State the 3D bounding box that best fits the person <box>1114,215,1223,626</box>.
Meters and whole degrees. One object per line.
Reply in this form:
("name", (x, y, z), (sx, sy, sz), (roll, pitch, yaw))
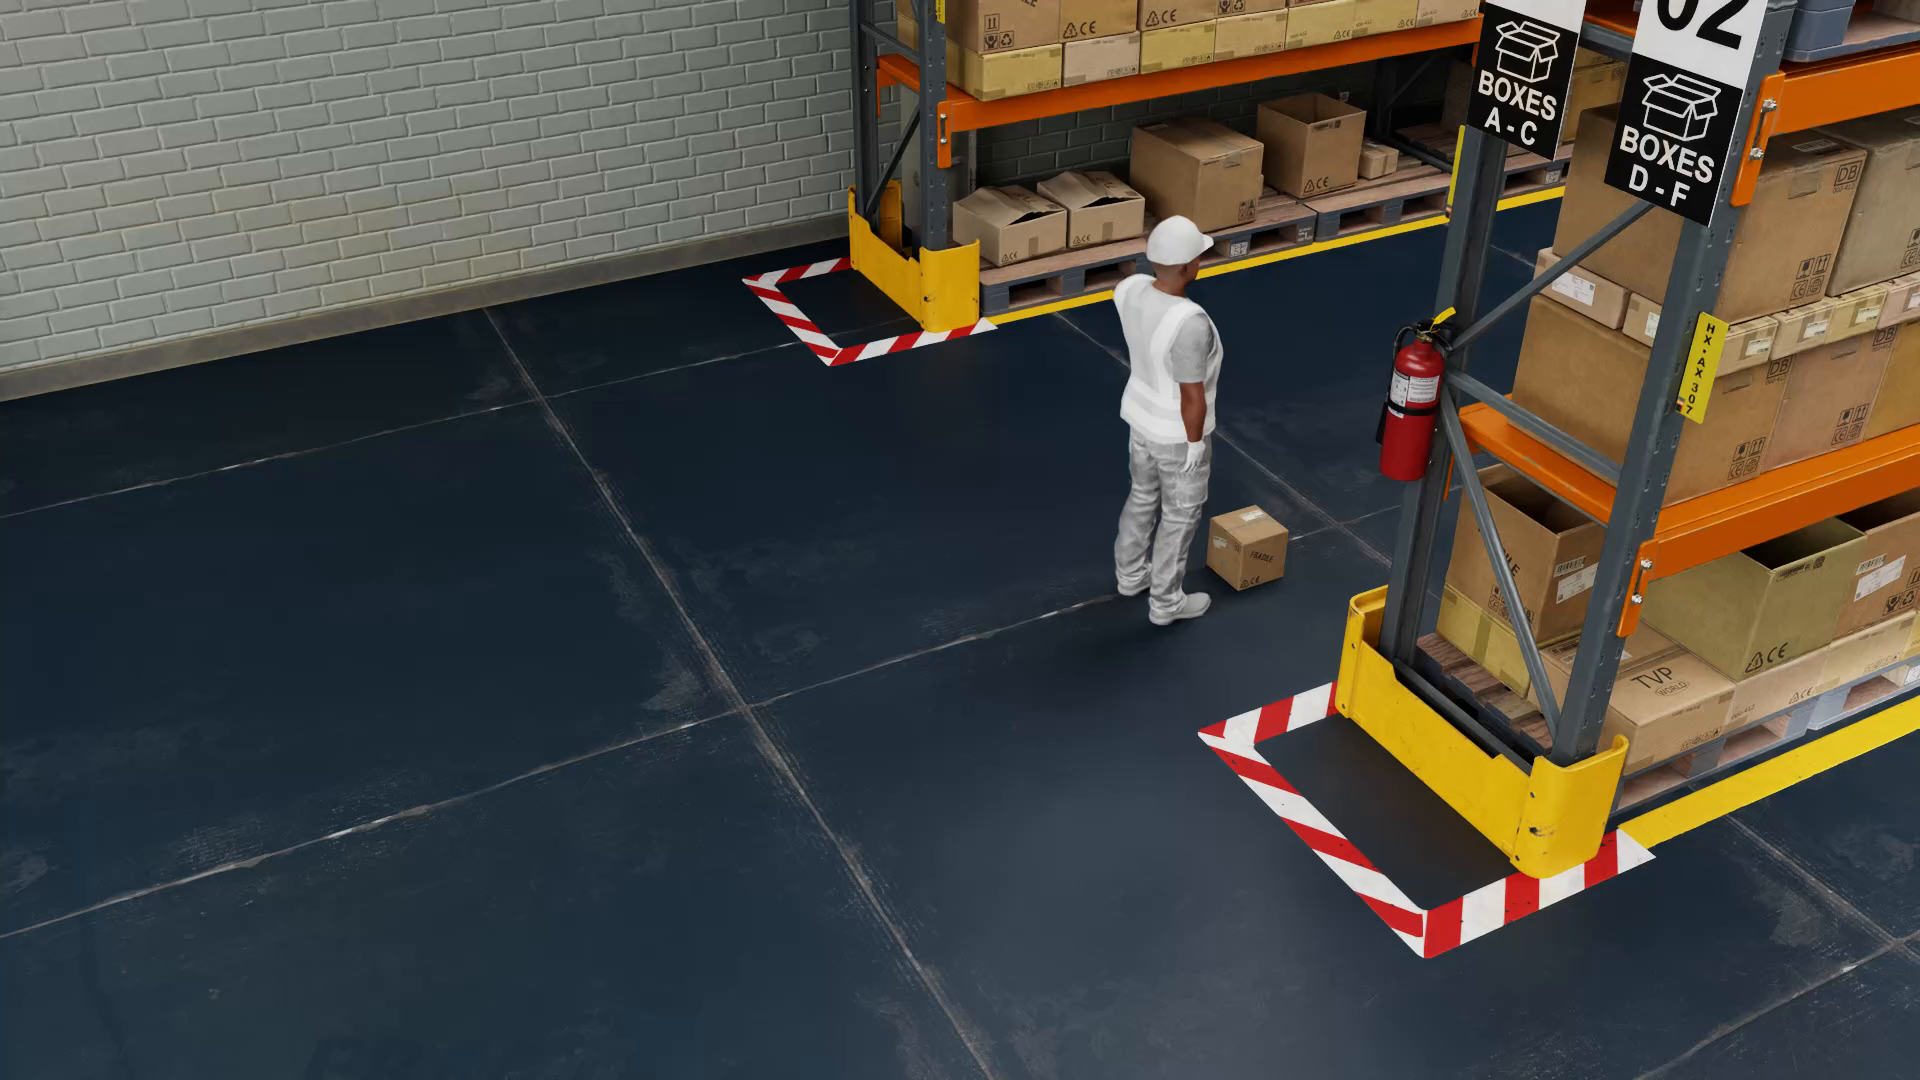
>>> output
("person", (0.865, -0.493, 6.884), (0.381, 1.785, 0.549), (-15, 36, -22))
